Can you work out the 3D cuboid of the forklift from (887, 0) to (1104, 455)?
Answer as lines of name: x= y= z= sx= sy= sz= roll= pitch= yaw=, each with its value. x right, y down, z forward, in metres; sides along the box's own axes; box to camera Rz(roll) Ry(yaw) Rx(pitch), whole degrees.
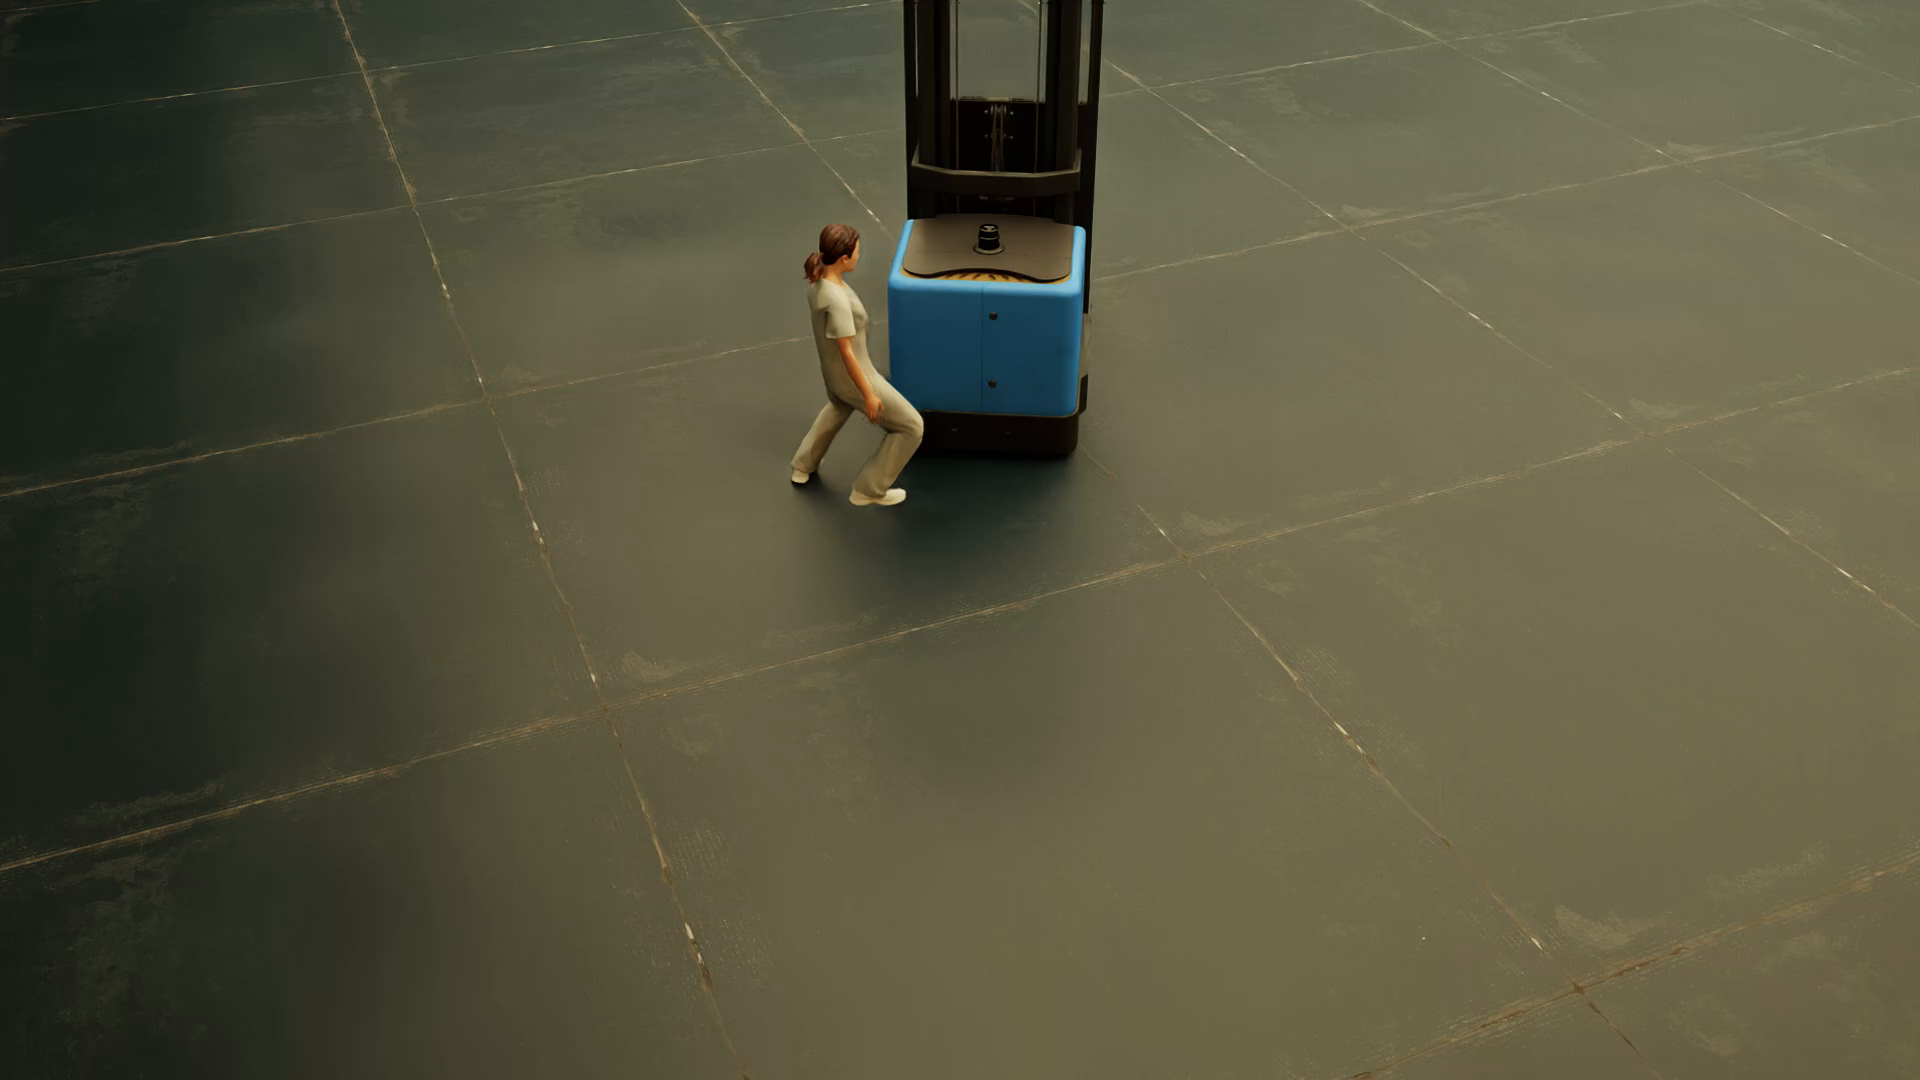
forklift: x=0.259 y=-2.502 z=9.617 sx=1.130 sy=2.935 sz=3.031 roll=3 pitch=36 yaw=4

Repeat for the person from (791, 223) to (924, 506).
person: x=-0.566 y=-0.894 z=8.567 sx=0.623 sy=1.565 sz=0.837 roll=-10 pitch=37 yaw=-14
